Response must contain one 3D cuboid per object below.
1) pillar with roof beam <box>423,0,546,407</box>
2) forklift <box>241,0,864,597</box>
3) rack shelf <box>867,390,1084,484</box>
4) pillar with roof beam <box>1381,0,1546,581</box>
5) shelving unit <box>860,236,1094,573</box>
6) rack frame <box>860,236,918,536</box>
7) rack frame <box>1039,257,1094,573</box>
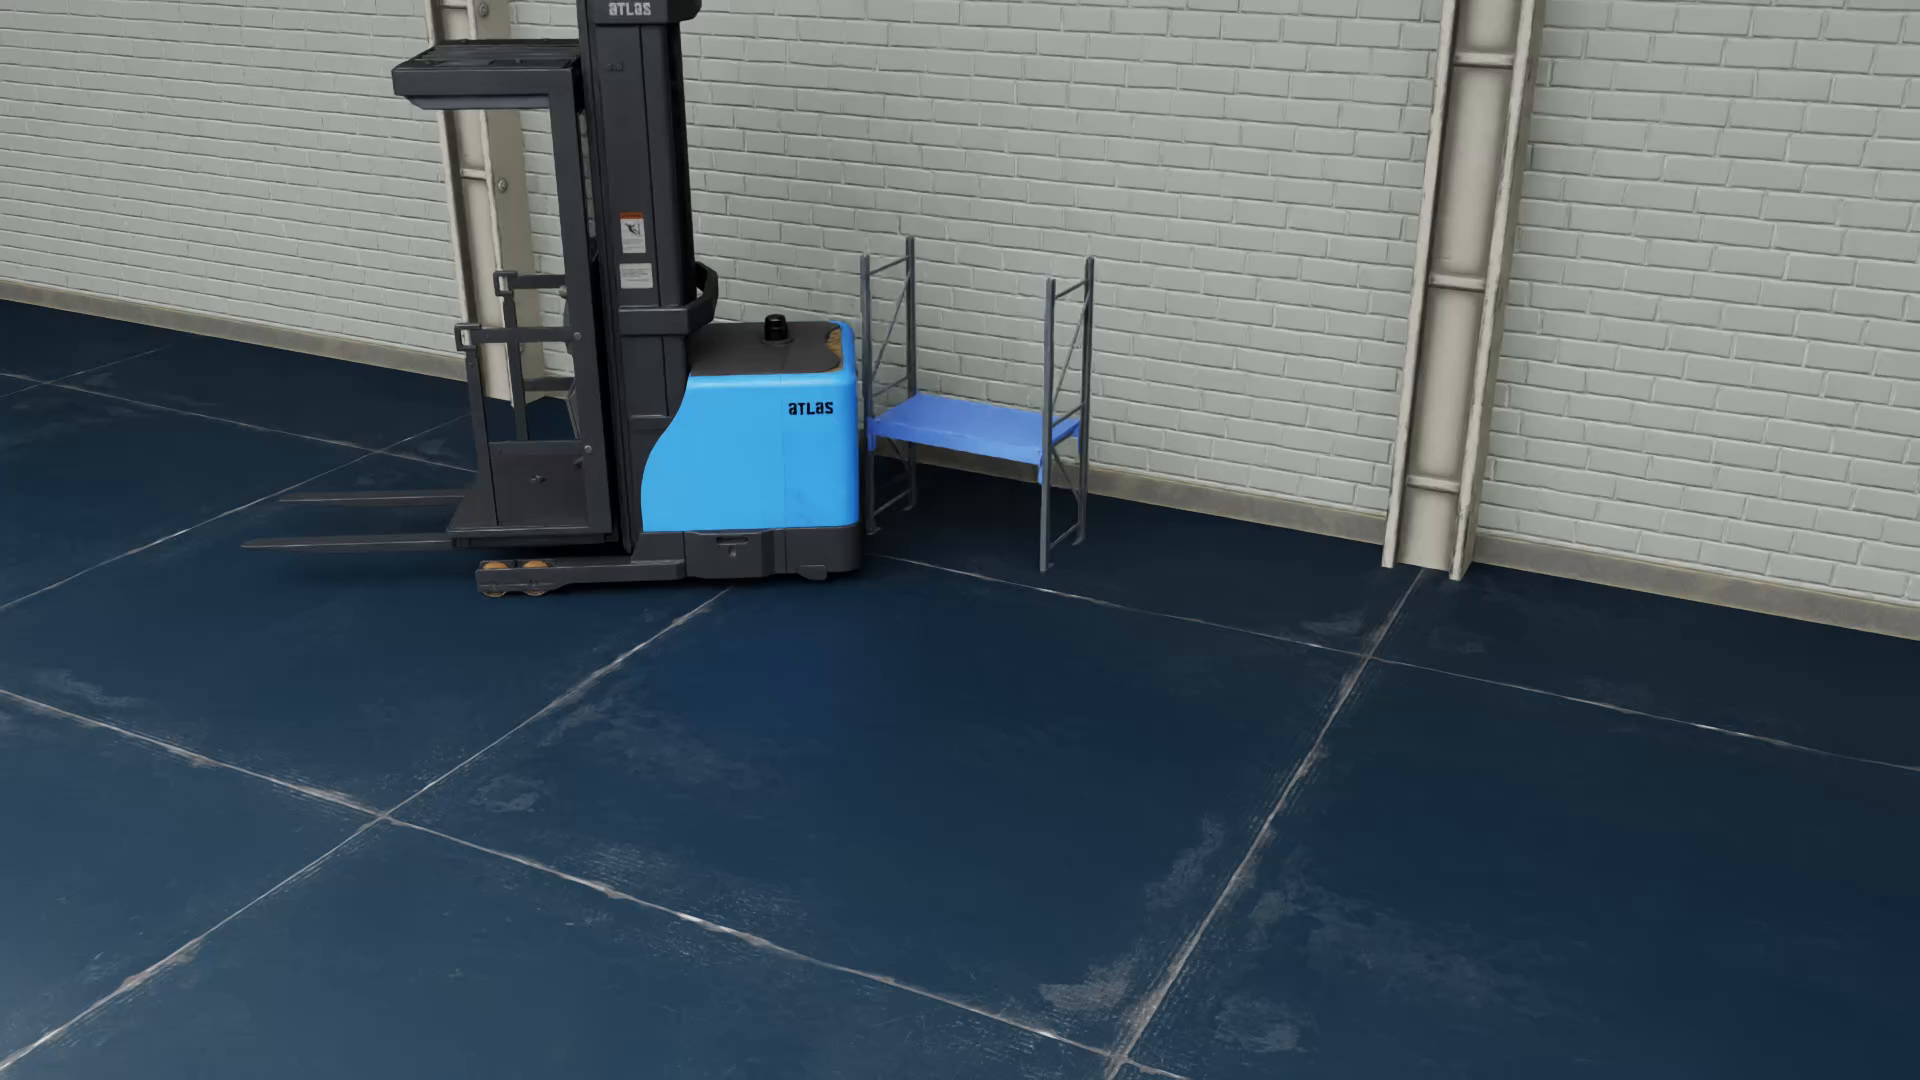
[{"bbox_3d":[-4.914,-3.583,5.676,0.400,9.000,9.100,11,25,25],"label":"pillar with roof beam"},{"bbox_3d":[-2.024,-1.287,8.031,3.031,2.935,1.130,-2,23,-4],"label":"forklift"},{"bbox_3d":[0.083,-0.542,8.567,1.000,0.185,0.538,12,26,26],"label":"rack shelf"},{"bbox_3d":[0.440,-2.523,3.185,0.400,9.000,9.100,11,25,25],"label":"pillar with roof beam"},{"bbox_3d":[0.083,-0.707,8.497,1.048,1.500,0.538,12,26,26],"label":"shelving unit"},{"bbox_3d":[-0.366,-0.801,8.716,0.032,1.500,0.500,12,26,26],"label":"rack frame"},{"bbox_3d":[0.532,-0.614,8.277,0.032,1.500,0.500,12,26,26],"label":"rack frame"}]
